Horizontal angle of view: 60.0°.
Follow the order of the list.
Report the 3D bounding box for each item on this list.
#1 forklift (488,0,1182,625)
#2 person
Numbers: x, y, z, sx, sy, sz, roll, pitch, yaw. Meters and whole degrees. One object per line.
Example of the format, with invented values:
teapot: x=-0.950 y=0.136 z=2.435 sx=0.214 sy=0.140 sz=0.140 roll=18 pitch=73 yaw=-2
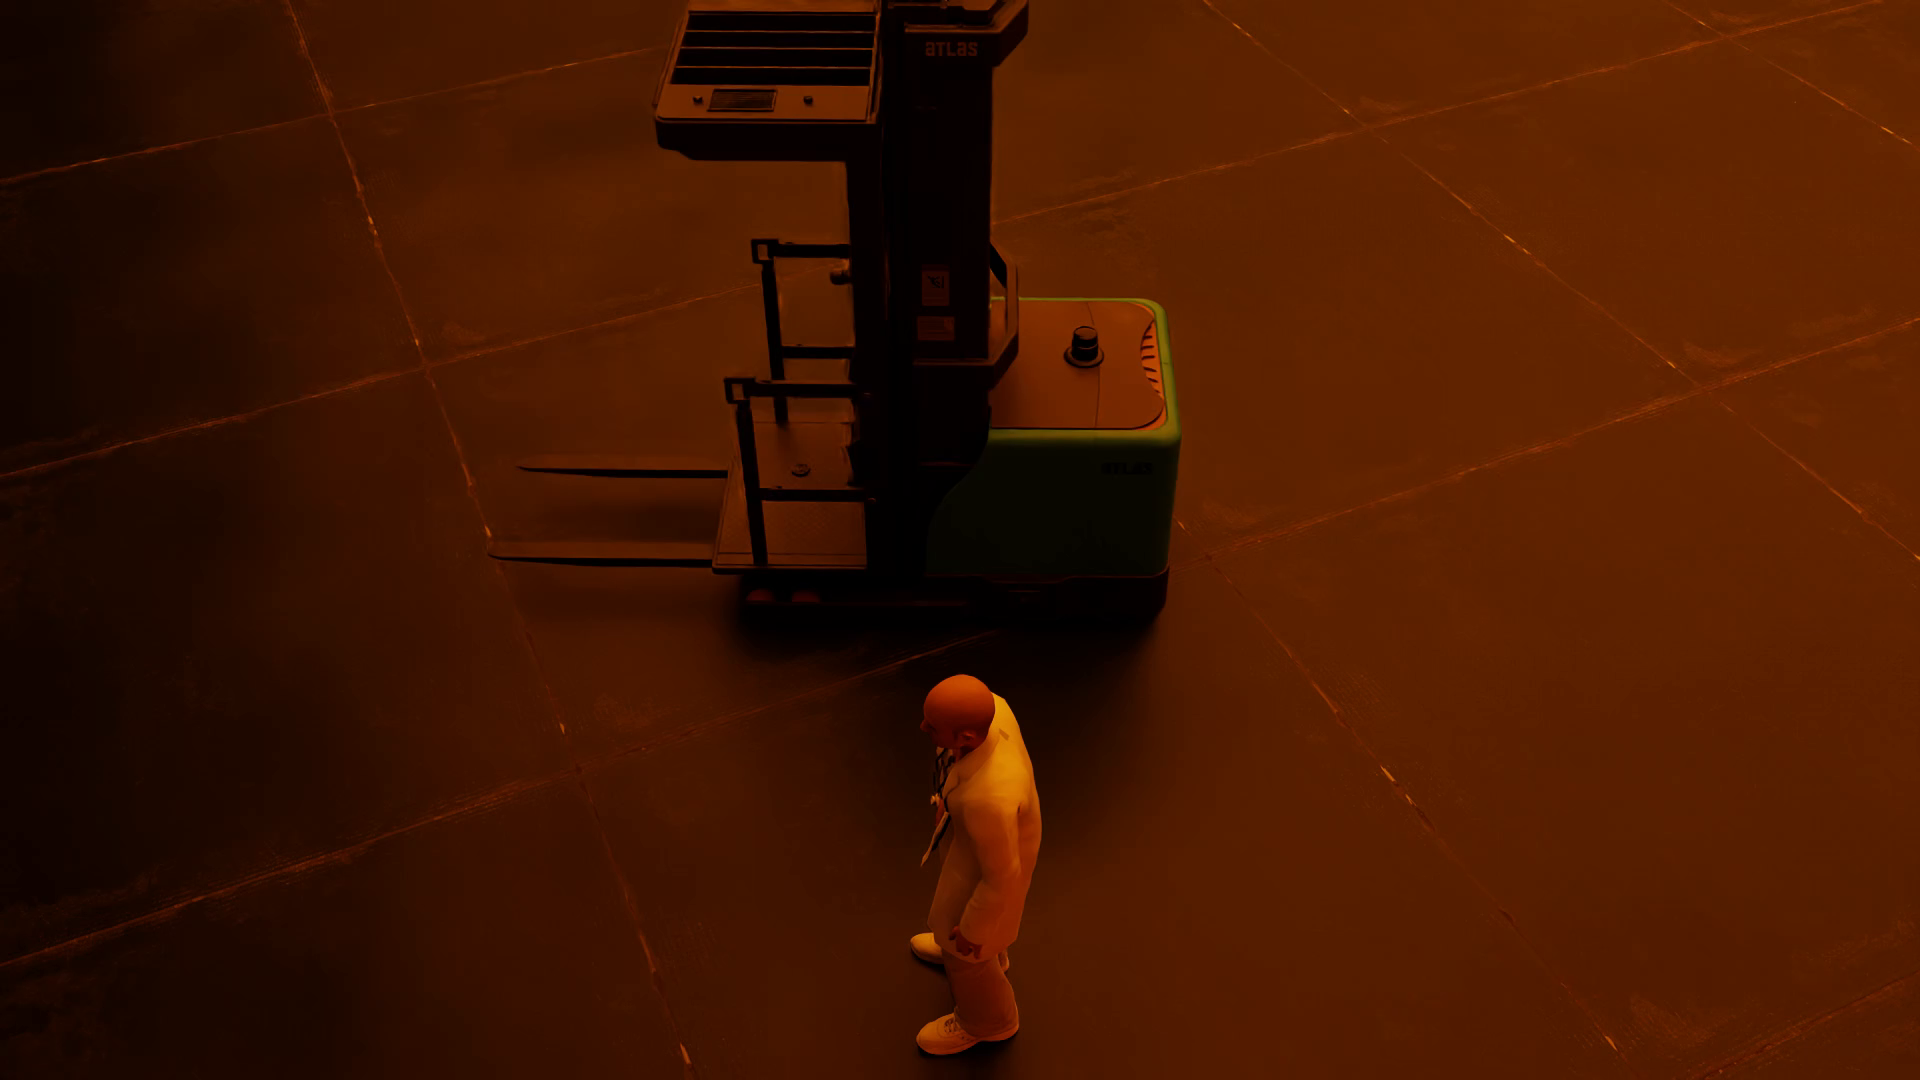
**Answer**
forklift: x=-0.592 y=-1.053 z=6.809 sx=3.031 sy=2.935 sz=1.130 roll=1 pitch=43 yaw=1
person: x=0.043 y=1.047 z=5.405 sx=0.421 sy=1.775 sz=0.654 roll=-3 pitch=43 yaw=-4
